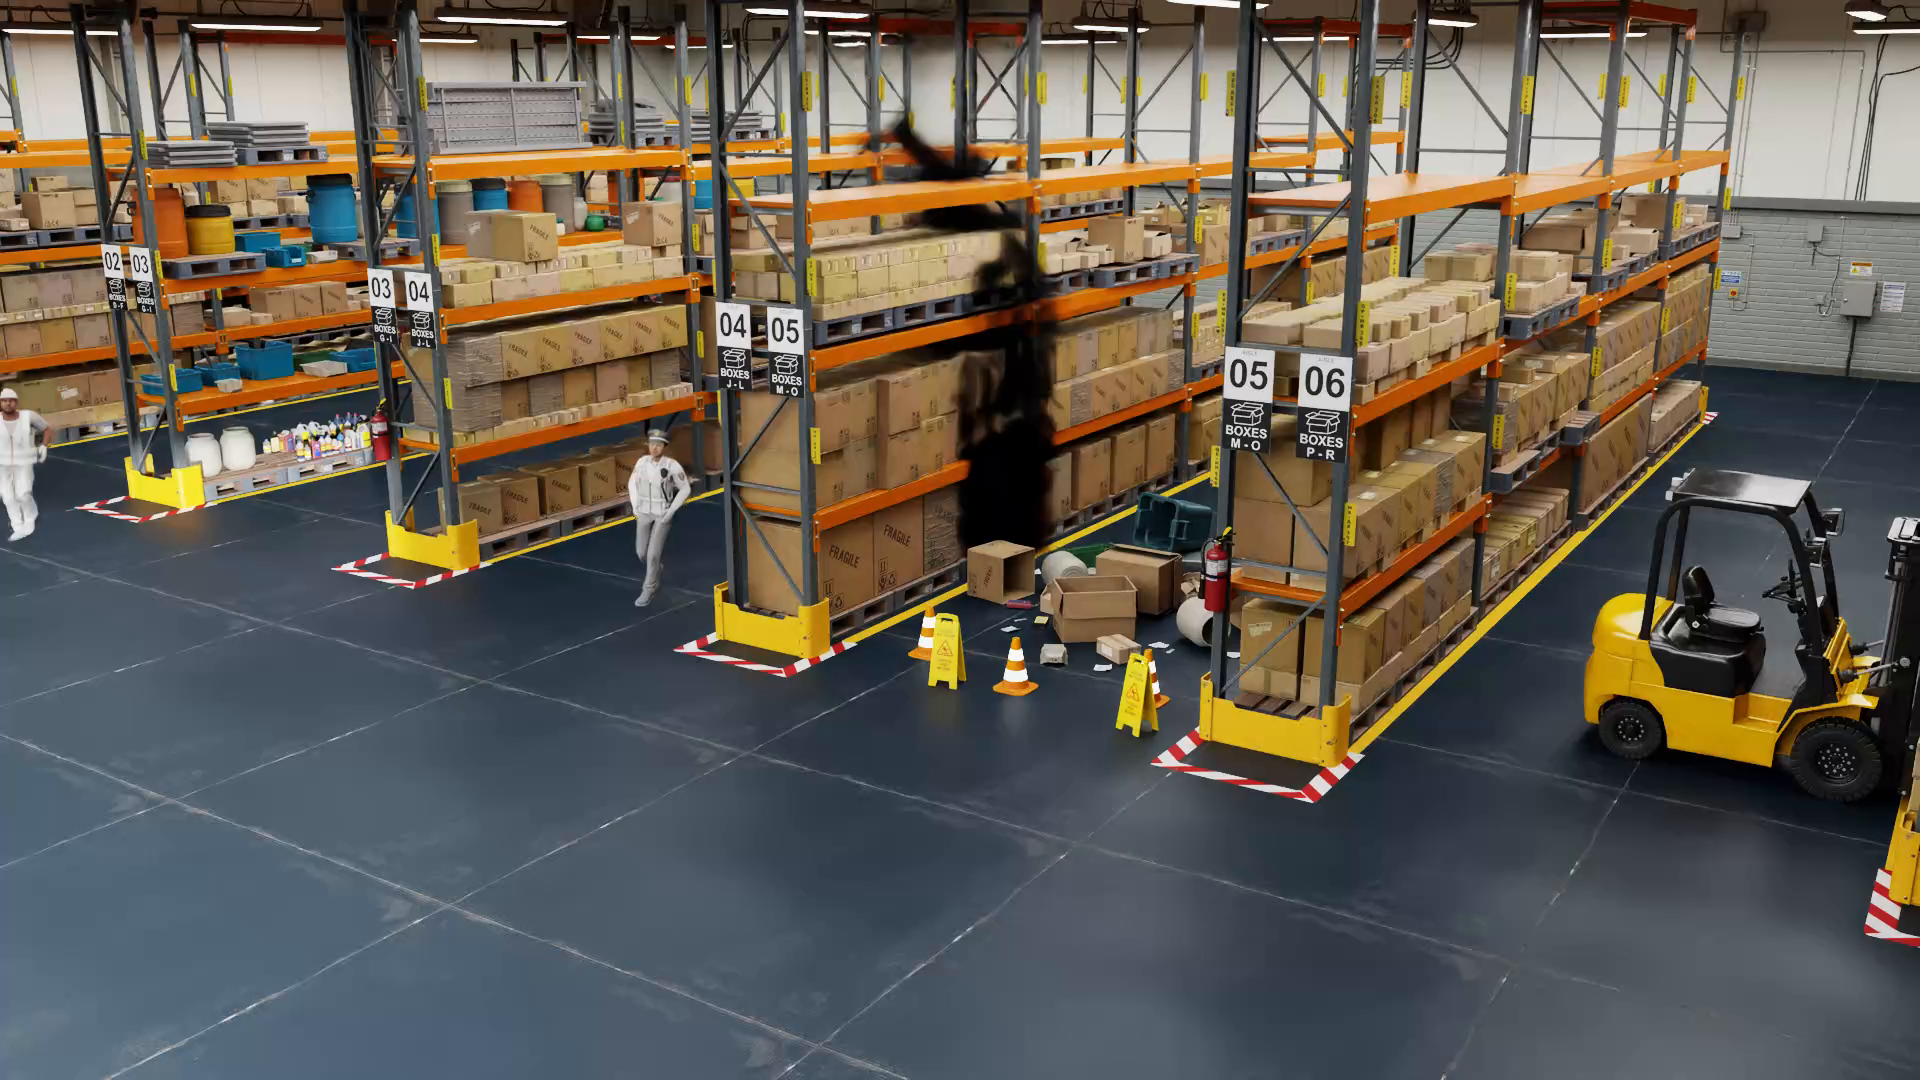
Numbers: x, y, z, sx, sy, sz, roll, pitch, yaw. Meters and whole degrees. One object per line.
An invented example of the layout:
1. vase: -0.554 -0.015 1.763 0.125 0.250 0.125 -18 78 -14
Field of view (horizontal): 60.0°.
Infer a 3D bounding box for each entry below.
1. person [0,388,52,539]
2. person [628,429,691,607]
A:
1. person: -10.810 -0.860 19.048 0.713 1.758 0.634 -4 16 -15
2. person: -2.897 -0.241 15.969 0.634 1.702 0.573 3 16 11
